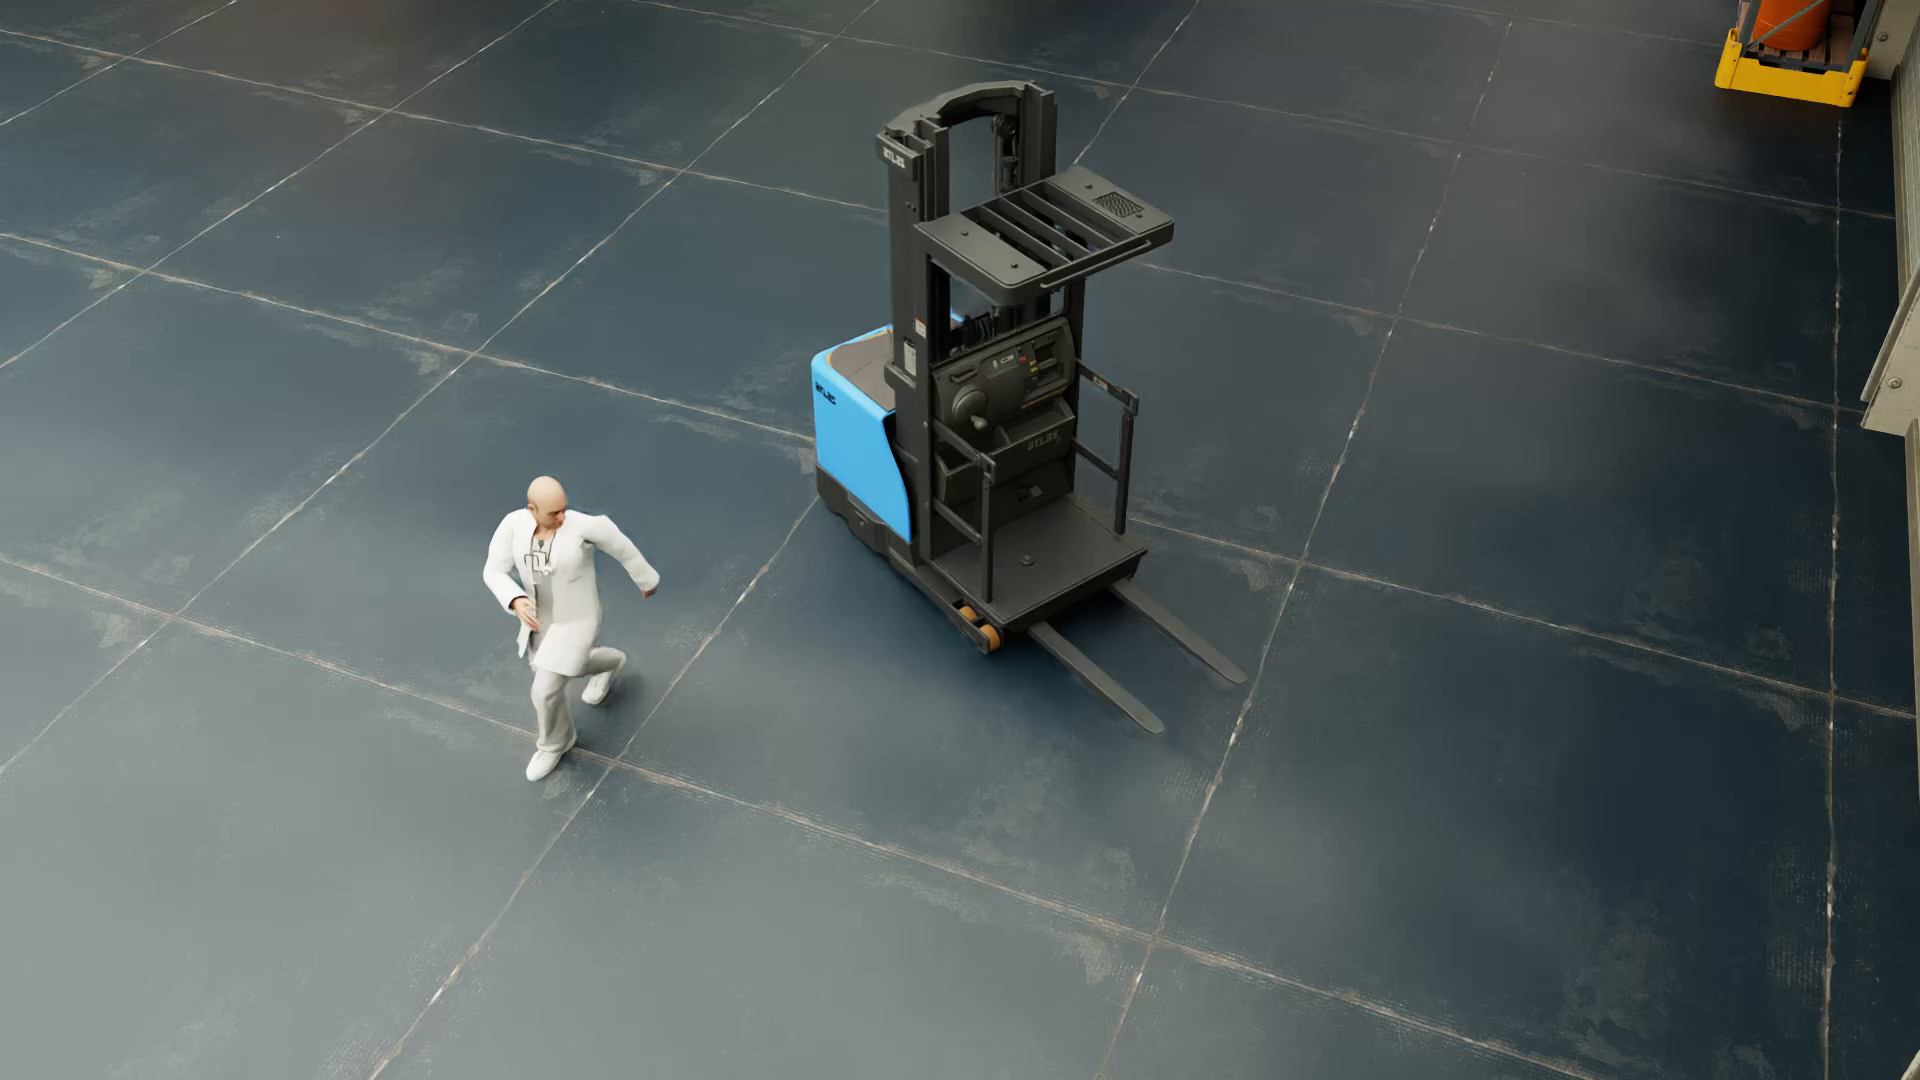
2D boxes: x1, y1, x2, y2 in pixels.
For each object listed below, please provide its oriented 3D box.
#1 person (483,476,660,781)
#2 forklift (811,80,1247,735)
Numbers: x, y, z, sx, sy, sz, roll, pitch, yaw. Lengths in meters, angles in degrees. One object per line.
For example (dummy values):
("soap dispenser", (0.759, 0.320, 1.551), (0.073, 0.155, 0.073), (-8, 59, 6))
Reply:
("person", (-2.026, 0.380, 8.546), (0.635, 1.692, 0.936), (21, 44, 23))
("forklift", (0.382, -0.836, 9.005), (1.130, 2.935, 3.031), (-26, 46, -28))
